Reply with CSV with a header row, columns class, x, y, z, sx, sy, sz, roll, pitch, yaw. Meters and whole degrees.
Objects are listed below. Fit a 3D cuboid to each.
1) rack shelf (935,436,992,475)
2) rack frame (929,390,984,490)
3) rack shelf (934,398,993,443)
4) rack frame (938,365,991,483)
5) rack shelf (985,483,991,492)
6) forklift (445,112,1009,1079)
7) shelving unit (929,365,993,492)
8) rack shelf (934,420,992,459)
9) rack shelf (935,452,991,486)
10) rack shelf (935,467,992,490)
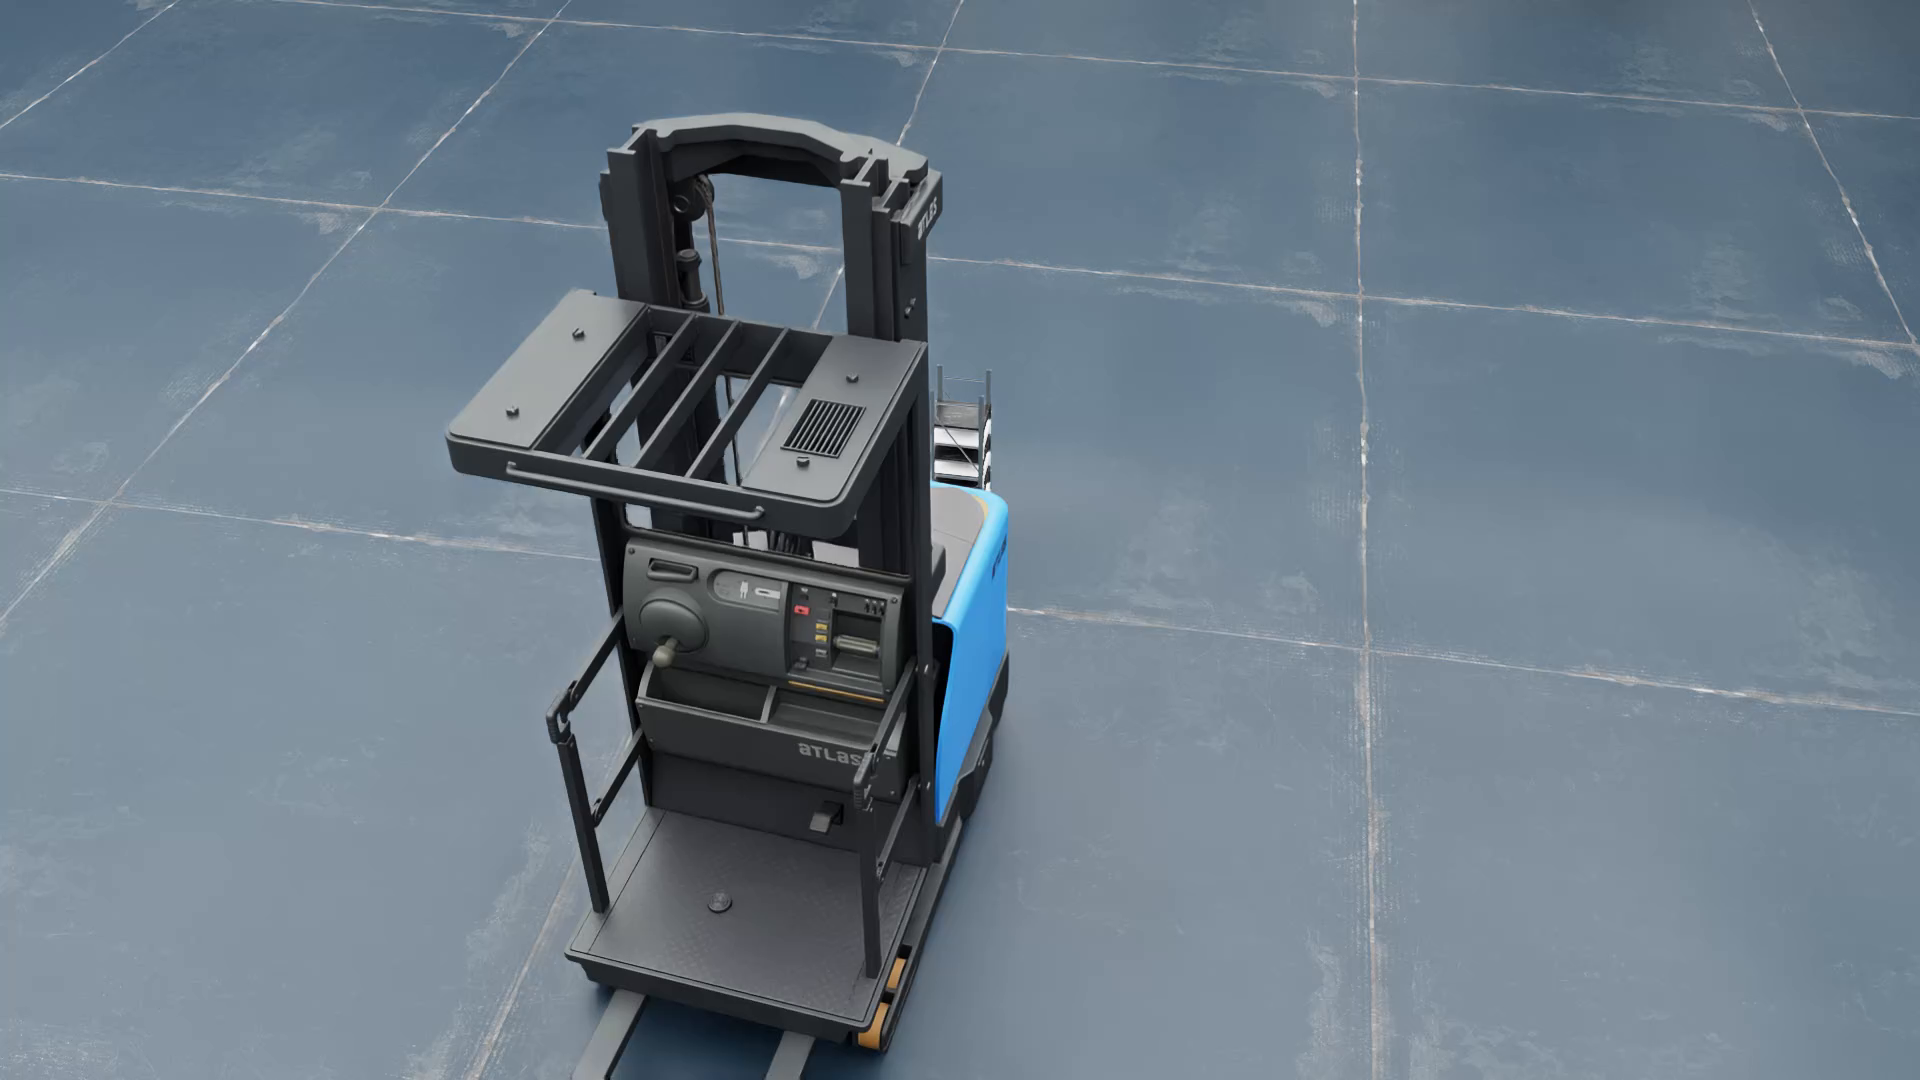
class,x,y,z,sx,sy,sz,roll,pitch,yaw
rack shelf,0.001,-0.396,7.530,0.258,0.077,0.200,6,40,8
rack frame,-0.016,-0.288,7.489,0.240,0.900,0.006,6,40,8
rack shelf,0.001,-0.534,7.415,0.258,0.077,0.200,6,40,8
rack frame,0.019,-0.416,7.643,0.240,0.900,0.006,6,40,8
rack shelf,0.001,-0.187,7.702,0.258,0.077,0.200,6,40,8
forklift,-0.691,0.339,5.137,1.130,2.935,3.031,10,41,12
shelving unit,0.001,-0.352,7.566,0.258,0.900,0.210,6,40,8
rack shelf,0.001,-0.465,7.473,0.258,0.077,0.200,6,40,8
rack shelf,0.001,-0.326,7.588,0.258,0.077,0.200,6,40,8
rack shelf,0.001,-0.257,7.645,0.258,0.077,0.200,6,40,8
